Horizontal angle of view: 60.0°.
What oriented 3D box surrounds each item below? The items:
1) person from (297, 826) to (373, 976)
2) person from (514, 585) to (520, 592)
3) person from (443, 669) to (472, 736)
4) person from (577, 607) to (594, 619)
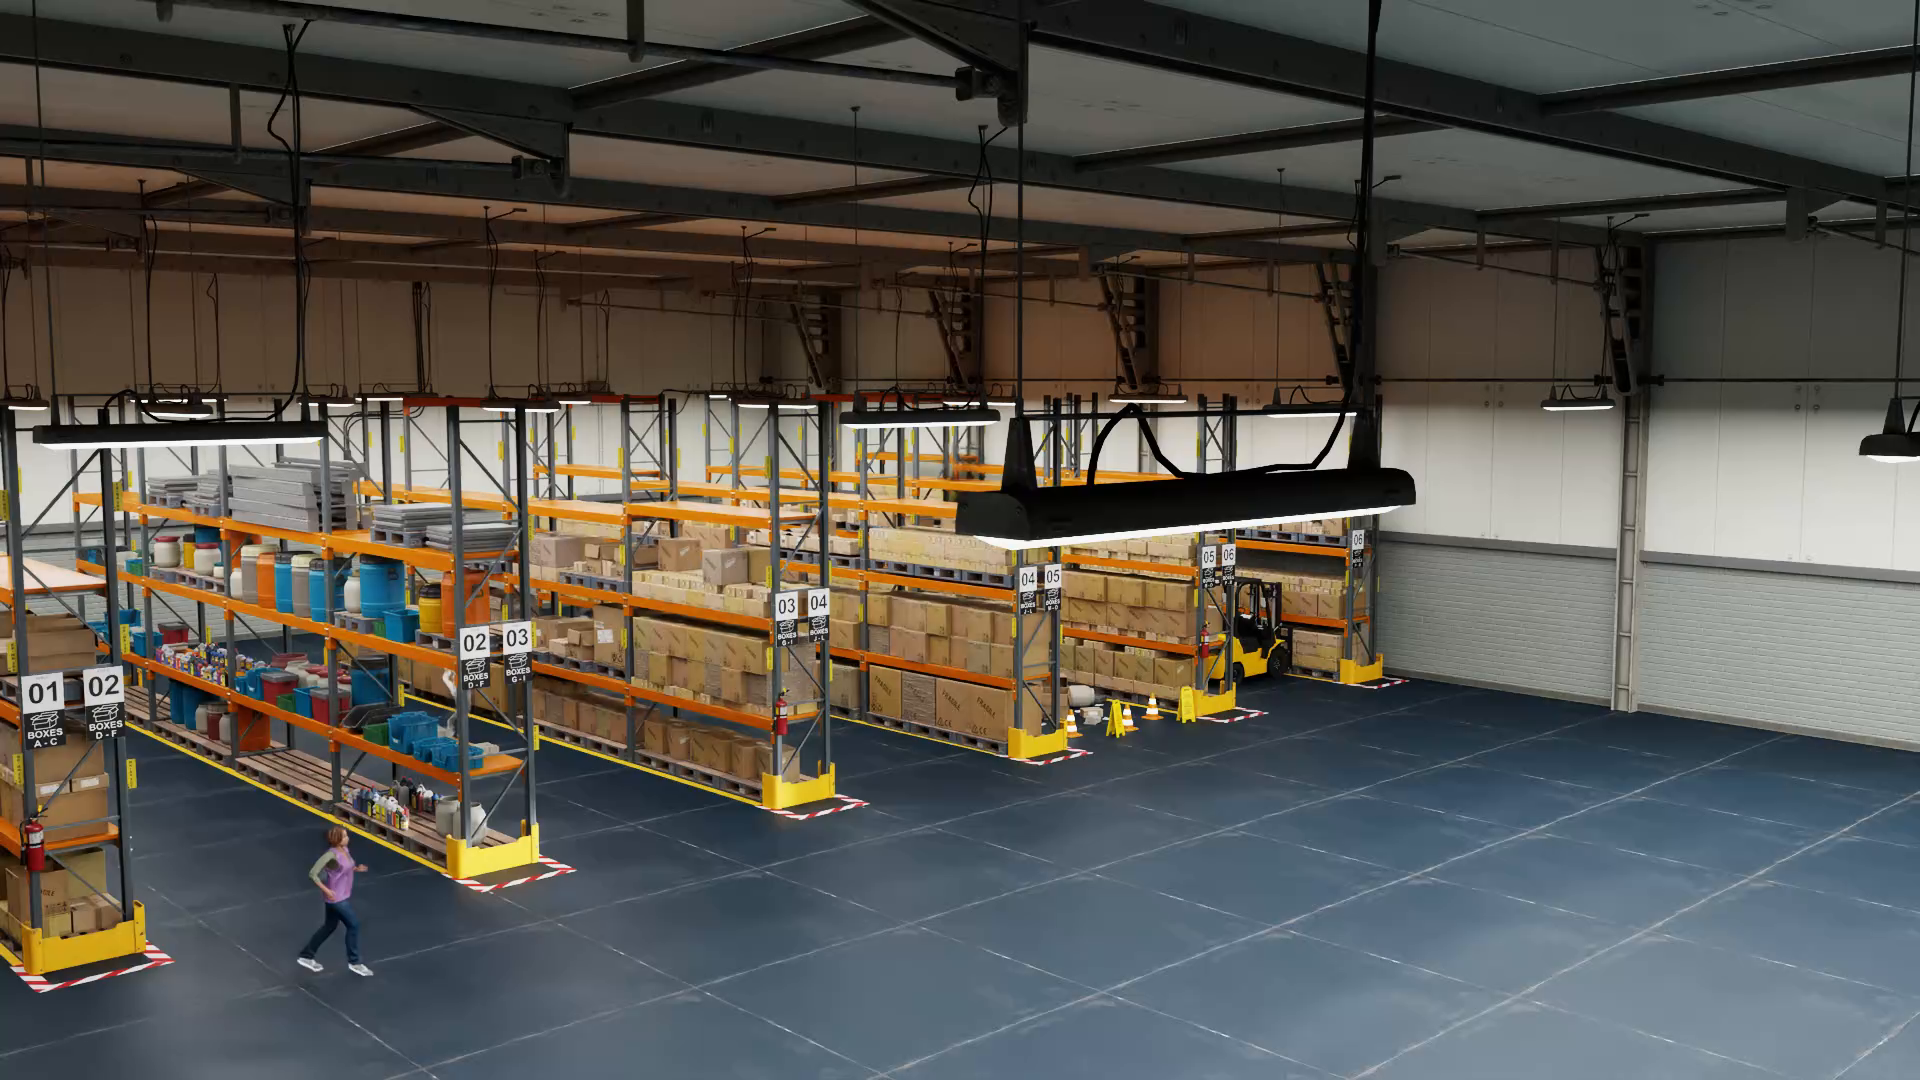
[{"bbox_3d":[-6.646,3.832,17.647,0.765,1.637,0.516,-1,6,-12],"label":"person"},{"bbox_3d":[-10.003,1.871,37.533,0.660,1.746,0.706,-5,7,-41],"label":"person"},{"bbox_3d":[-8.771,2.674,29.357,0.605,1.669,0.569,-5,7,-40],"label":"person"},{"bbox_3d":[-9.149,1.513,41.016,0.534,1.731,0.719,2,6,20],"label":"person"}]
